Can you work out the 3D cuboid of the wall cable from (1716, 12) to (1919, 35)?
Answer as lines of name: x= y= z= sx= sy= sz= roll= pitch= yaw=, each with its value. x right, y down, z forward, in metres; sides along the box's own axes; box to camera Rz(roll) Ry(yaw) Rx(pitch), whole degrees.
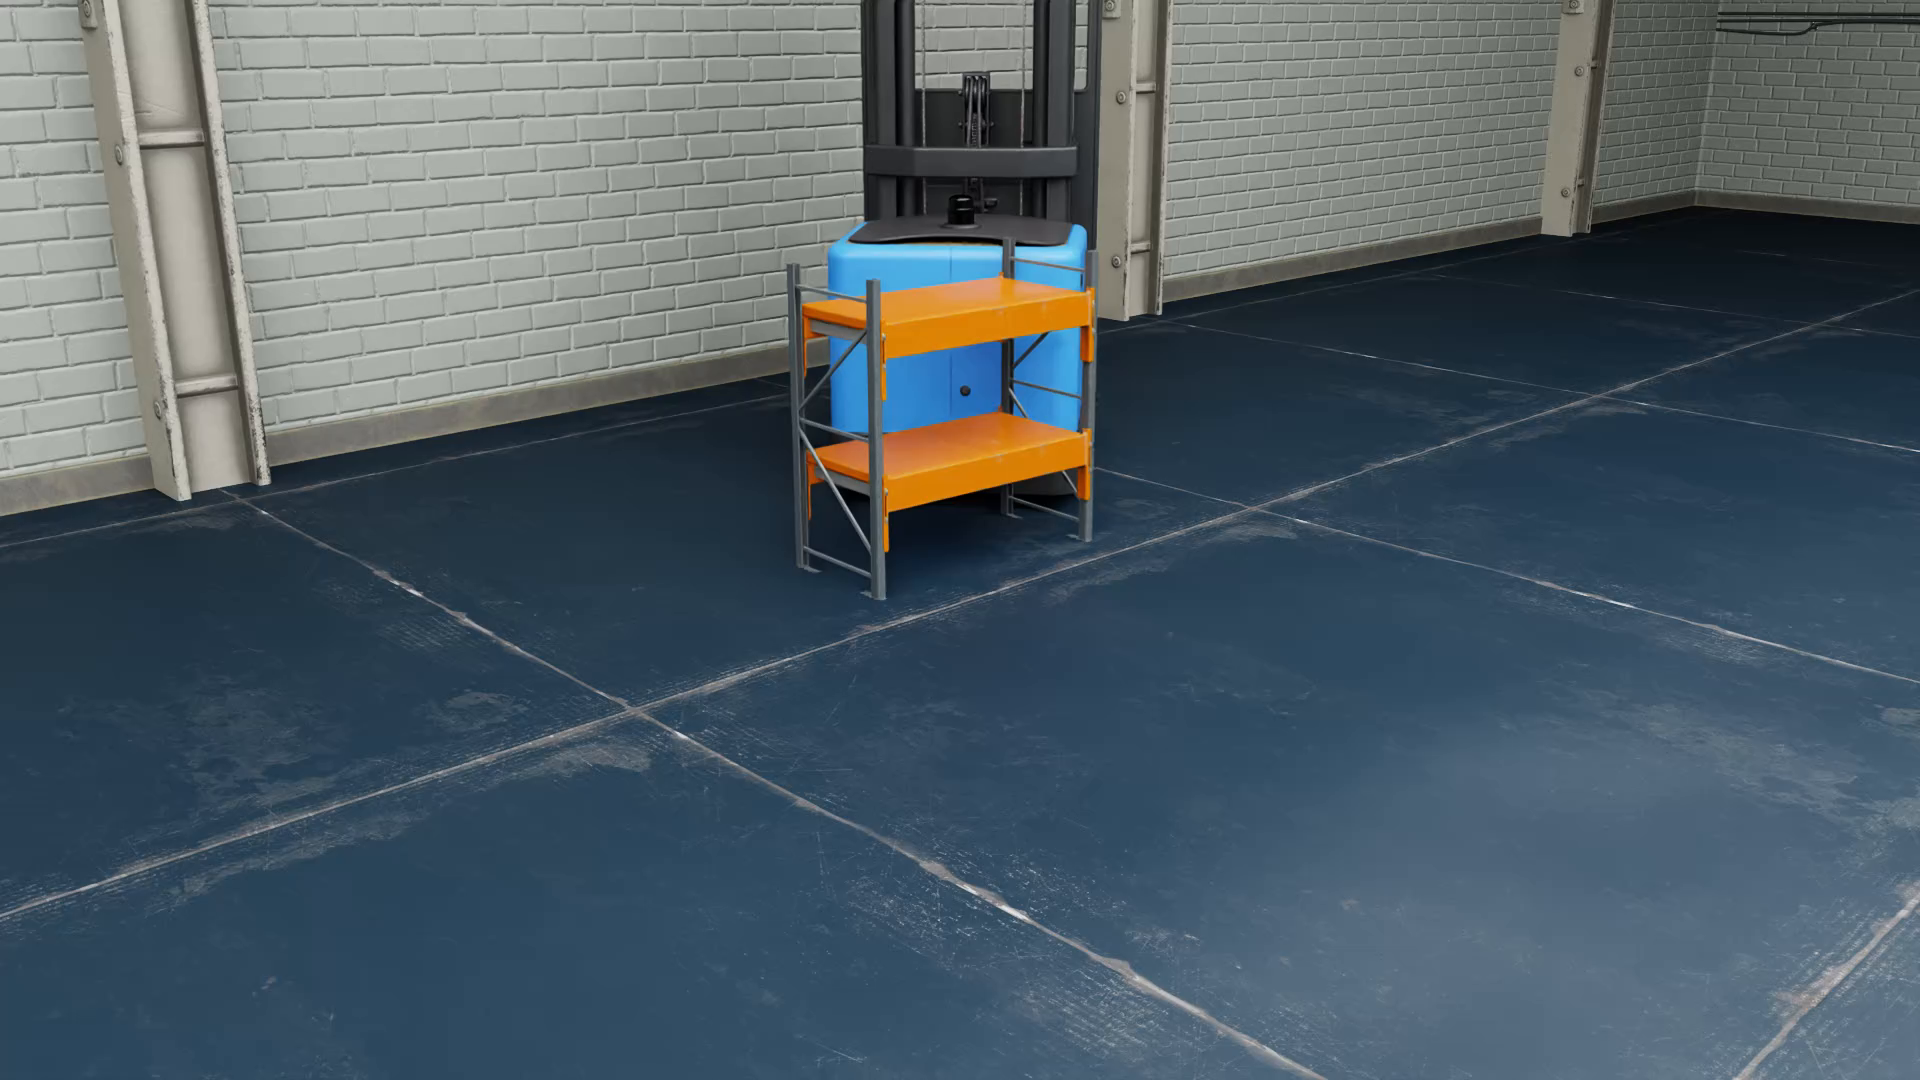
wall cable: x=8.521 y=-5.914 z=15.169 sx=0.112 sy=2.526 sz=3.097 roll=-16 pitch=24 yaw=-41

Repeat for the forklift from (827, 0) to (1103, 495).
forklift: x=0.122 y=-1.986 z=7.858 sx=1.130 sy=2.935 sz=3.031 roll=2 pitch=18 yaw=6

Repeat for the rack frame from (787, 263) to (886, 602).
rack frame: x=-0.435 y=-0.379 z=5.830 sx=0.032 sy=1.125 sz=0.500 roll=-15 pitch=23 yaw=-38

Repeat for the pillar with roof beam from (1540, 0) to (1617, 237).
pillar with roof beam: x=8.430 y=-6.098 z=10.703 sx=0.400 sy=9.000 sz=9.100 roll=-16 pitch=24 yaw=-41

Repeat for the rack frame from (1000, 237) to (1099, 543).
rack frame: x=0.338 y=-0.583 z=6.459 sx=0.032 sy=1.125 sz=0.500 roll=-15 pitch=23 yaw=-38

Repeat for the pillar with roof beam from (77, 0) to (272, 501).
pillar with roof beam: x=-0.290 y=-3.555 z=2.860 sx=0.400 sy=9.000 sz=9.100 roll=-16 pitch=24 yaw=-41

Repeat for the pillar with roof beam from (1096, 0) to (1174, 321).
pillar with roof beam: x=4.070 y=-4.827 z=6.781 sx=0.400 sy=9.000 sz=9.100 roll=-16 pitch=24 yaw=-41

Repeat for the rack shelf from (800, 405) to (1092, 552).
rack shelf: x=-0.048 y=-0.248 z=6.220 sx=1.000 sy=0.278 sz=0.538 roll=-15 pitch=23 yaw=-38

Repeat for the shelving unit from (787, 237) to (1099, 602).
shelving unit: x=-0.048 y=-0.481 z=6.144 sx=1.048 sy=1.125 sz=0.538 roll=-15 pitch=23 yaw=-38

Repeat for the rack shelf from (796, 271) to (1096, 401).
rack shelf: x=-0.048 y=-0.759 z=6.054 sx=1.000 sy=0.278 sz=0.538 roll=-15 pitch=23 yaw=-38
